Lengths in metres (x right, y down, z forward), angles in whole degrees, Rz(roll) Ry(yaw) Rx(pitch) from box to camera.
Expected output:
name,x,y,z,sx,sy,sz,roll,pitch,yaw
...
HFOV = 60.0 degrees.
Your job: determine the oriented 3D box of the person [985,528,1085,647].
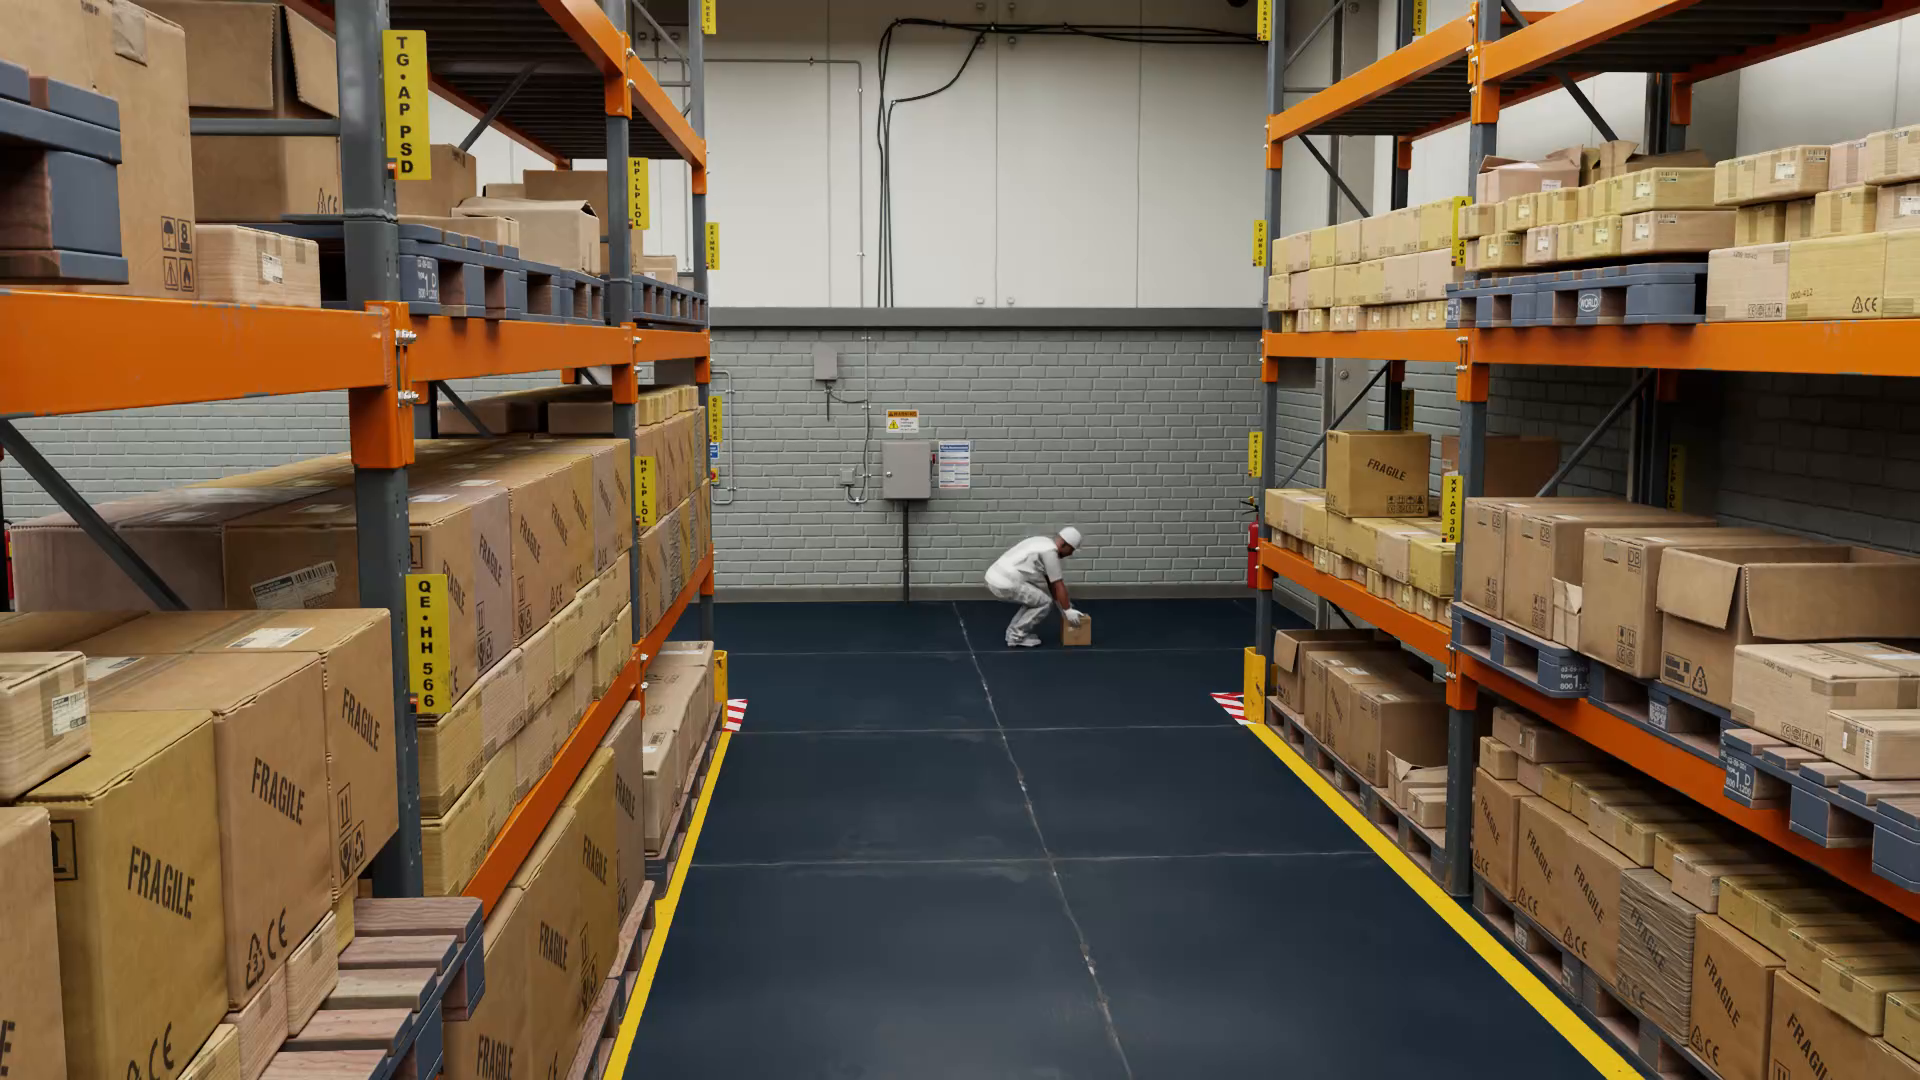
name,x,y,z,sx,sy,sz,roll,pitch,yaw
person,0.671,0.418,15.210,0.890,1.062,0.585,0,7,-4
